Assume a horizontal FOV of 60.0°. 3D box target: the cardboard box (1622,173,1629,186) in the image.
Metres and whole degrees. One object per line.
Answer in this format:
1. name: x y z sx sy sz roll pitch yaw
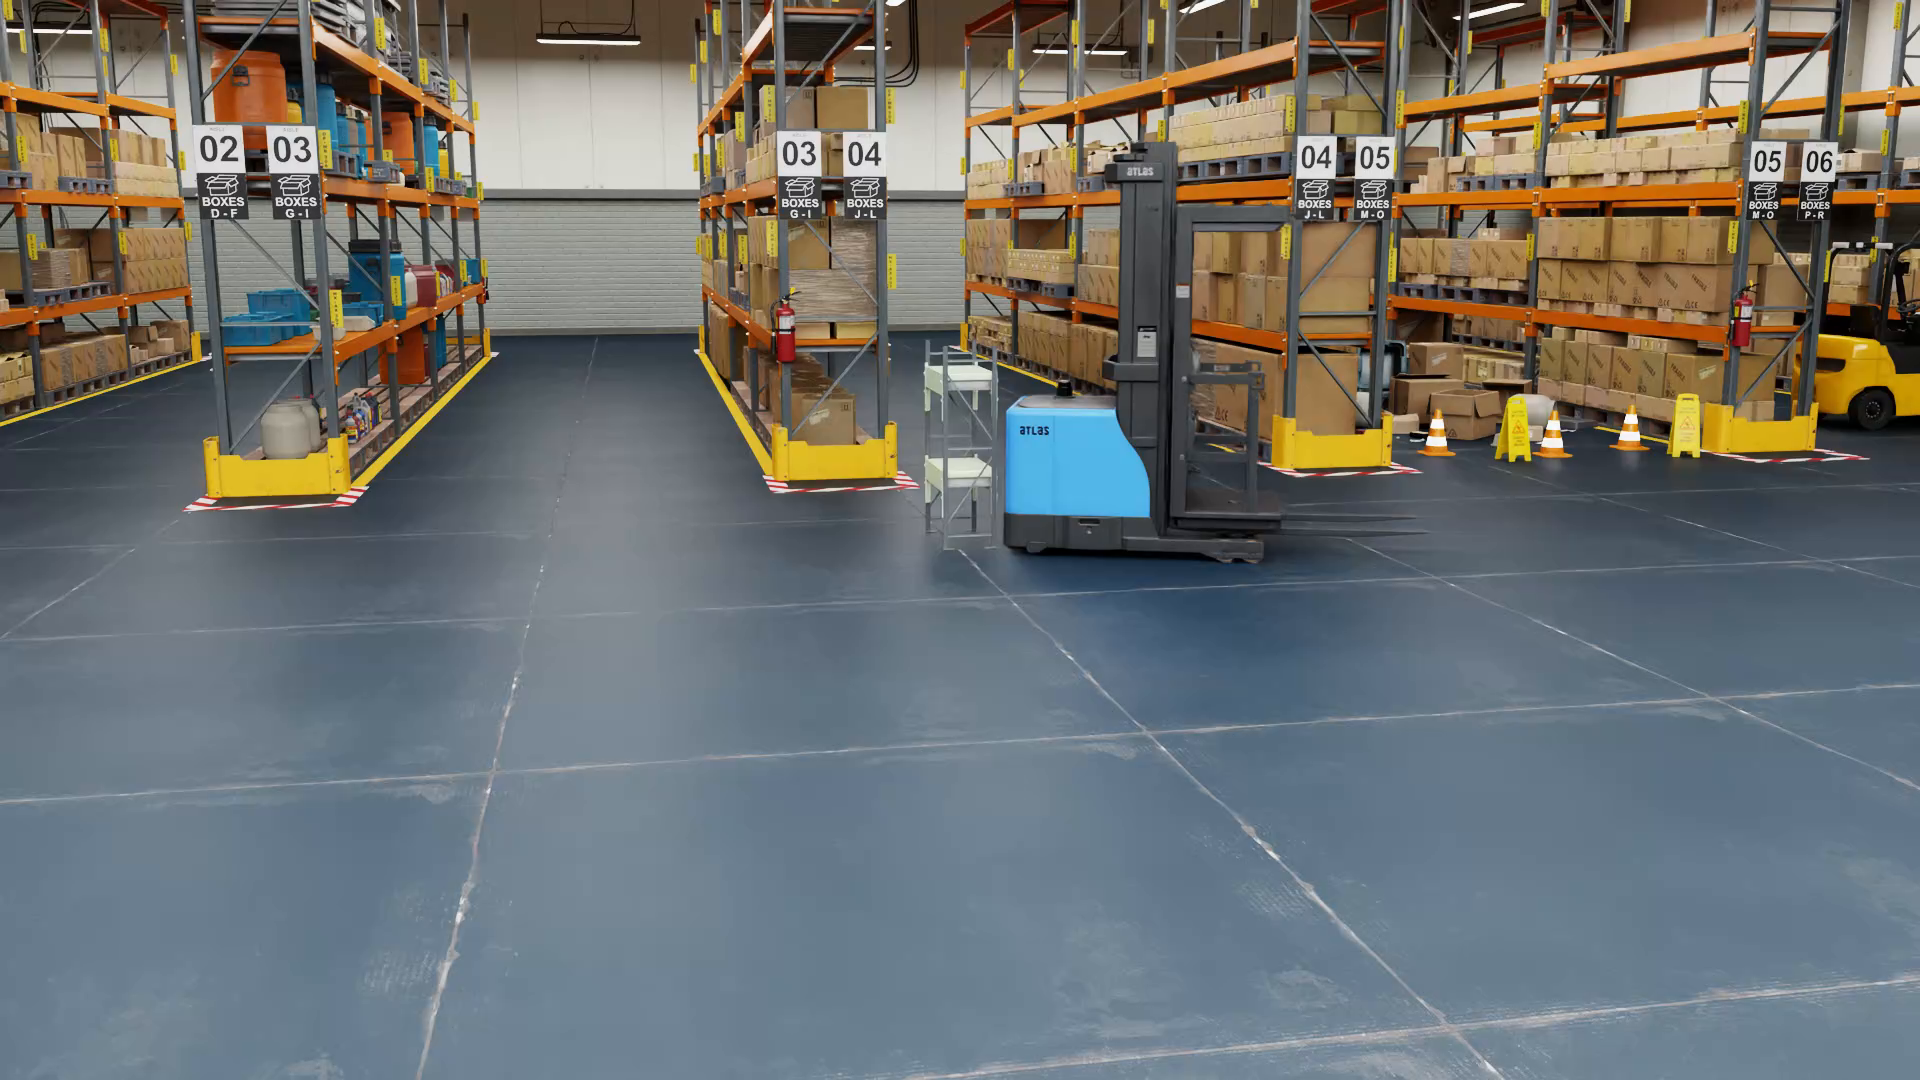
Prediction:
1. cardboard box: 7.883 -4.160 19.181 0.380 0.149 0.250 -2 11 -11

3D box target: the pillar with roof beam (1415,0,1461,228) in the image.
1. pillar with roof beam: 6.435 -8.859 35.176 9.100 9.000 0.548 -2 11 -11

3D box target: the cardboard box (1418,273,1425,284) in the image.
1. cardboard box: 6.896 -3.805 24.212 0.380 0.149 0.250 -3 11 -15

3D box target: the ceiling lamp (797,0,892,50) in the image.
1. ceiling lamp: -2.326 -11.399 32.907 2.000 3.185 0.800 -2 11 -11

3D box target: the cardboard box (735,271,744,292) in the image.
1. cardboard box: -2.635 -3.350 21.550 0.500 0.250 0.500 -2 11 -13

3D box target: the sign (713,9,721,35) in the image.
1. sign: -3.279 -6.996 22.462 0.100 0.325 0.005 -2 11 -11

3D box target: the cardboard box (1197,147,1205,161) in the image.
1. cardboard box: 2.865 -4.301 18.529 0.380 0.149 0.250 -2 11 -12

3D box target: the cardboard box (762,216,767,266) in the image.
1. cardboard box: -1.726 -3.027 16.841 0.500 0.500 0.500 -2 11 -11

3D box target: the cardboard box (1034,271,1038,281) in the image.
1. cardboard box: 1.359 -4.087 25.693 0.380 0.149 0.250 -2 11 -9

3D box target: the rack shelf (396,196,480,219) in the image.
1. rack shelf: -8.761 -5.573 27.857 1.077 0.370 4.000 -2 11 -11

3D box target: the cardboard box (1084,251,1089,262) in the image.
1. cardboard box: 2.101 -4.304 25.247 0.380 0.149 0.250 -3 11 -13

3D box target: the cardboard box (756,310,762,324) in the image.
1. cardboard box: -2.033 -2.441 18.172 0.380 0.149 0.250 -2 11 -11

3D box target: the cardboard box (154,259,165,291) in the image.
1. cardboard box: -13.361 -4.338 27.199 0.500 0.500 0.500 -2 11 -12

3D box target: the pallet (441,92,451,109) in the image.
1. pallet: -8.181 -6.593 24.845 1.003 0.211 1.213 -2 11 -11

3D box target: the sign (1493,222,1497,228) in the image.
1. sign: 10.846 -6.282 33.738 0.100 0.325 0.005 -2 11 -11

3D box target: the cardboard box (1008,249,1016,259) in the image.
1. cardboard box: 0.997 -4.714 27.400 0.380 0.149 0.250 -2 11 -8

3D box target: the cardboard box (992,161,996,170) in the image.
1. cardboard box: 0.766 -6.553 29.079 0.380 0.149 0.250 -2 11 -11

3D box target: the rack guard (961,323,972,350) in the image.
1. rack guard: 0.609 -3.920 31.954 1.175 0.500 0.348 -2 11 -11

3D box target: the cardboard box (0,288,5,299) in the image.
1. cardboard box: -12.425 -3.061 20.995 0.500 0.311 0.500 -1 11 -7

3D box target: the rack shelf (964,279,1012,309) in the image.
1. rack shelf: 0.983 -4.442 29.934 1.077 0.370 4.000 -2 11 -11

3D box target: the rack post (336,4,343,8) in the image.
1. rack post: -6.445 -5.149 15.887 0.937 0.300 0.954 -2 11 -12

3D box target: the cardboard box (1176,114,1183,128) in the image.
1. cardboard box: 2.716 -4.832 19.189 0.380 0.149 0.250 -2 11 -11

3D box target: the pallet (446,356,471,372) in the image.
1. pallet: -8.553 -2.850 27.104 1.003 0.211 1.213 -2 11 -11

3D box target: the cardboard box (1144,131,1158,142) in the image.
1. cardboard box: 2.762 -5.164 22.125 0.500 0.500 0.500 -2 11 -11

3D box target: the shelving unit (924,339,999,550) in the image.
1. shelving unit: 0.001 -0.736 12.550 0.431 1.500 0.755 -2 11 -11

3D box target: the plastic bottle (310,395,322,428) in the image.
1. plastic bottle: -6.924 -1.376 17.811 0.144 0.351 0.185 -2 11 -11

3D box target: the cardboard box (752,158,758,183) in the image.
1. cardboard box: -1.927 -3.919 17.641 0.500 0.250 0.500 -3 11 -13

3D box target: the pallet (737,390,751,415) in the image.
1. pallet: -2.351 -1.796 21.569 1.003 0.211 1.213 -2 11 -11

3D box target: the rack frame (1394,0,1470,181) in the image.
1. rack frame: 6.986 -6.840 24.567 1.000 3.000 0.127 -2 11 -11

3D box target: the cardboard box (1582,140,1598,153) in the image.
1. cardboard box: 7.651 -4.687 19.817 0.380 0.149 0.250 -2 11 -11

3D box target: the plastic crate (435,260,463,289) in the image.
1. plastic crate: -8.299 -4.320 27.039 0.402 0.464 0.583 -2 11 -11

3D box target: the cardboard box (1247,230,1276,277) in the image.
1. cardboard box: 3.474 -2.998 17.138 0.875 0.550 0.550 -2 11 -11

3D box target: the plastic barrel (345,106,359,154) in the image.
1. plastic barrel: -7.255 -4.544 19.185 0.600 0.901 0.600 0 11 0

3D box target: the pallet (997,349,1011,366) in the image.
1. pallet: 1.206 -3.180 28.840 1.003 0.211 1.213 -2 11 -11

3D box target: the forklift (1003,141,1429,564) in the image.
1. forklift: 1.878 -1.379 12.104 3.031 2.935 1.130 2 11 8

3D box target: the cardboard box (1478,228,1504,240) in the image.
1. cardboard box: 7.229 -4.131 22.459 0.380 0.149 0.250 -3 11 -13

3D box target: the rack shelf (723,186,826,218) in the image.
1. rack shelf: -2.346 -4.286 21.094 1.077 0.370 4.000 -2 11 -11

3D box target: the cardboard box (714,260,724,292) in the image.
1. cardboard box: -3.669 -4.222 26.589 0.500 0.500 0.500 -2 11 -11

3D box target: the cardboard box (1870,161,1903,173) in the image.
1. cardboard box: 12.659 -5.109 22.775 0.380 0.149 0.250 -2 11 -11

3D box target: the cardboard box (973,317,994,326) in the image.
1. cardboard box: 0.457 -4.054 30.886 0.380 0.149 0.250 -2 11 -11

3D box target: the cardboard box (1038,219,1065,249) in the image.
1. cardboard box: 1.523 -5.206 28.290 0.500 0.500 0.500 -2 11 -10

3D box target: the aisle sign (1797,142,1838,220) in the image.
1. aisle sign: 8.858 -3.703 17.175 0.394 0.787 0.004 -2 11 -11

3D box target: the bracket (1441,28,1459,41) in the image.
1. bracket: 10.390 -10.695 35.194 0.235 0.232 0.430 -2 11 -11

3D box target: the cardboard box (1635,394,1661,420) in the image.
1. cardboard box: 8.027 -1.515 18.865 0.500 0.250 0.500 -2 11 -11

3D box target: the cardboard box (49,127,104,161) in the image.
1. cardboard box: -13.363 -6.008 25.278 0.700 0.500 0.500 -2 11 -11

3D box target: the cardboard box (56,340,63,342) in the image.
1. cardboard box: -13.172 -2.608 23.885 0.500 0.500 0.500 -2 11 -10

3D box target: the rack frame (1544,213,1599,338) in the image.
1. rack frame: 11.076 -4.808 29.934 1.000 3.000 0.127 -2 11 -11

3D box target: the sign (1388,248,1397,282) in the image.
1. sign: 4.251 -2.711 16.388 0.100 0.325 0.005 -2 11 -11

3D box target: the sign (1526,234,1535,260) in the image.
1. sign: 7.220 -3.707 21.056 0.100 0.325 0.005 -2 11 -11

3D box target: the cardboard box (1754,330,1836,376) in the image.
1. cardboard box: 12.228 -2.756 24.382 0.875 0.625 0.625 -3 11 -13

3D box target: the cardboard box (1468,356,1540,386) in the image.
1. cardboard box: 7.516 -2.303 22.677 0.950 0.372 0.625 -1 11 -7

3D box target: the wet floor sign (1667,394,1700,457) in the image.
1. wet floor sign: 7.529 -1.195 17.252 0.267 0.644 0.232 2 11 9

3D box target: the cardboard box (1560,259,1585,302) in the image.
1. cardboard box: 7.696 -3.173 20.280 0.500 0.500 0.500 -2 11 -11
